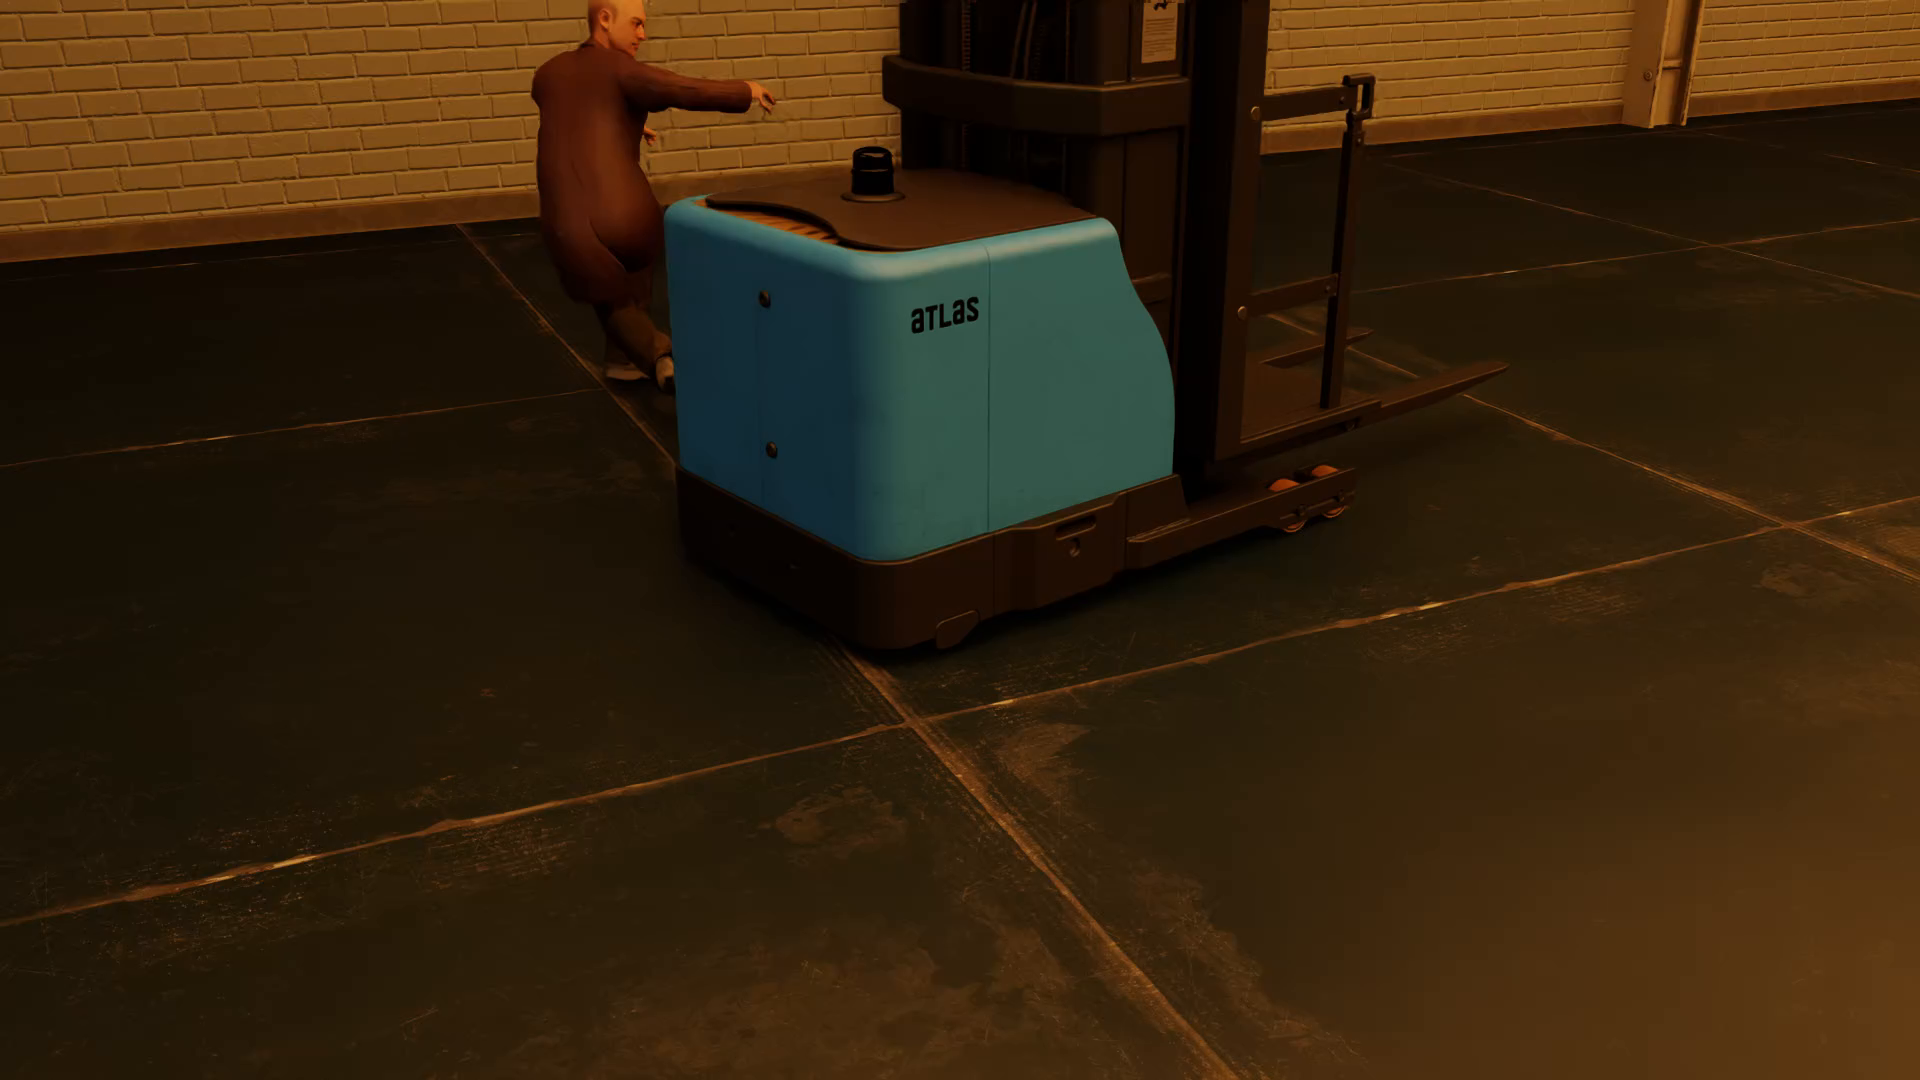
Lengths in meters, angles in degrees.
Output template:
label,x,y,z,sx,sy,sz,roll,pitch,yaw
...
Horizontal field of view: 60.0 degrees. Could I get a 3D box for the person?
label,x,y,z,sx,sy,sz,roll,pitch,yaw
person,-1.129,-1.286,6.273,0.917,1.531,1.203,1,23,3

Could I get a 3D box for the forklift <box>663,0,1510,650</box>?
label,x,y,z,sx,sy,sz,roll,pitch,yaw
forklift,0.629,-1.514,4.932,3.031,2.935,1.130,-18,28,-36
